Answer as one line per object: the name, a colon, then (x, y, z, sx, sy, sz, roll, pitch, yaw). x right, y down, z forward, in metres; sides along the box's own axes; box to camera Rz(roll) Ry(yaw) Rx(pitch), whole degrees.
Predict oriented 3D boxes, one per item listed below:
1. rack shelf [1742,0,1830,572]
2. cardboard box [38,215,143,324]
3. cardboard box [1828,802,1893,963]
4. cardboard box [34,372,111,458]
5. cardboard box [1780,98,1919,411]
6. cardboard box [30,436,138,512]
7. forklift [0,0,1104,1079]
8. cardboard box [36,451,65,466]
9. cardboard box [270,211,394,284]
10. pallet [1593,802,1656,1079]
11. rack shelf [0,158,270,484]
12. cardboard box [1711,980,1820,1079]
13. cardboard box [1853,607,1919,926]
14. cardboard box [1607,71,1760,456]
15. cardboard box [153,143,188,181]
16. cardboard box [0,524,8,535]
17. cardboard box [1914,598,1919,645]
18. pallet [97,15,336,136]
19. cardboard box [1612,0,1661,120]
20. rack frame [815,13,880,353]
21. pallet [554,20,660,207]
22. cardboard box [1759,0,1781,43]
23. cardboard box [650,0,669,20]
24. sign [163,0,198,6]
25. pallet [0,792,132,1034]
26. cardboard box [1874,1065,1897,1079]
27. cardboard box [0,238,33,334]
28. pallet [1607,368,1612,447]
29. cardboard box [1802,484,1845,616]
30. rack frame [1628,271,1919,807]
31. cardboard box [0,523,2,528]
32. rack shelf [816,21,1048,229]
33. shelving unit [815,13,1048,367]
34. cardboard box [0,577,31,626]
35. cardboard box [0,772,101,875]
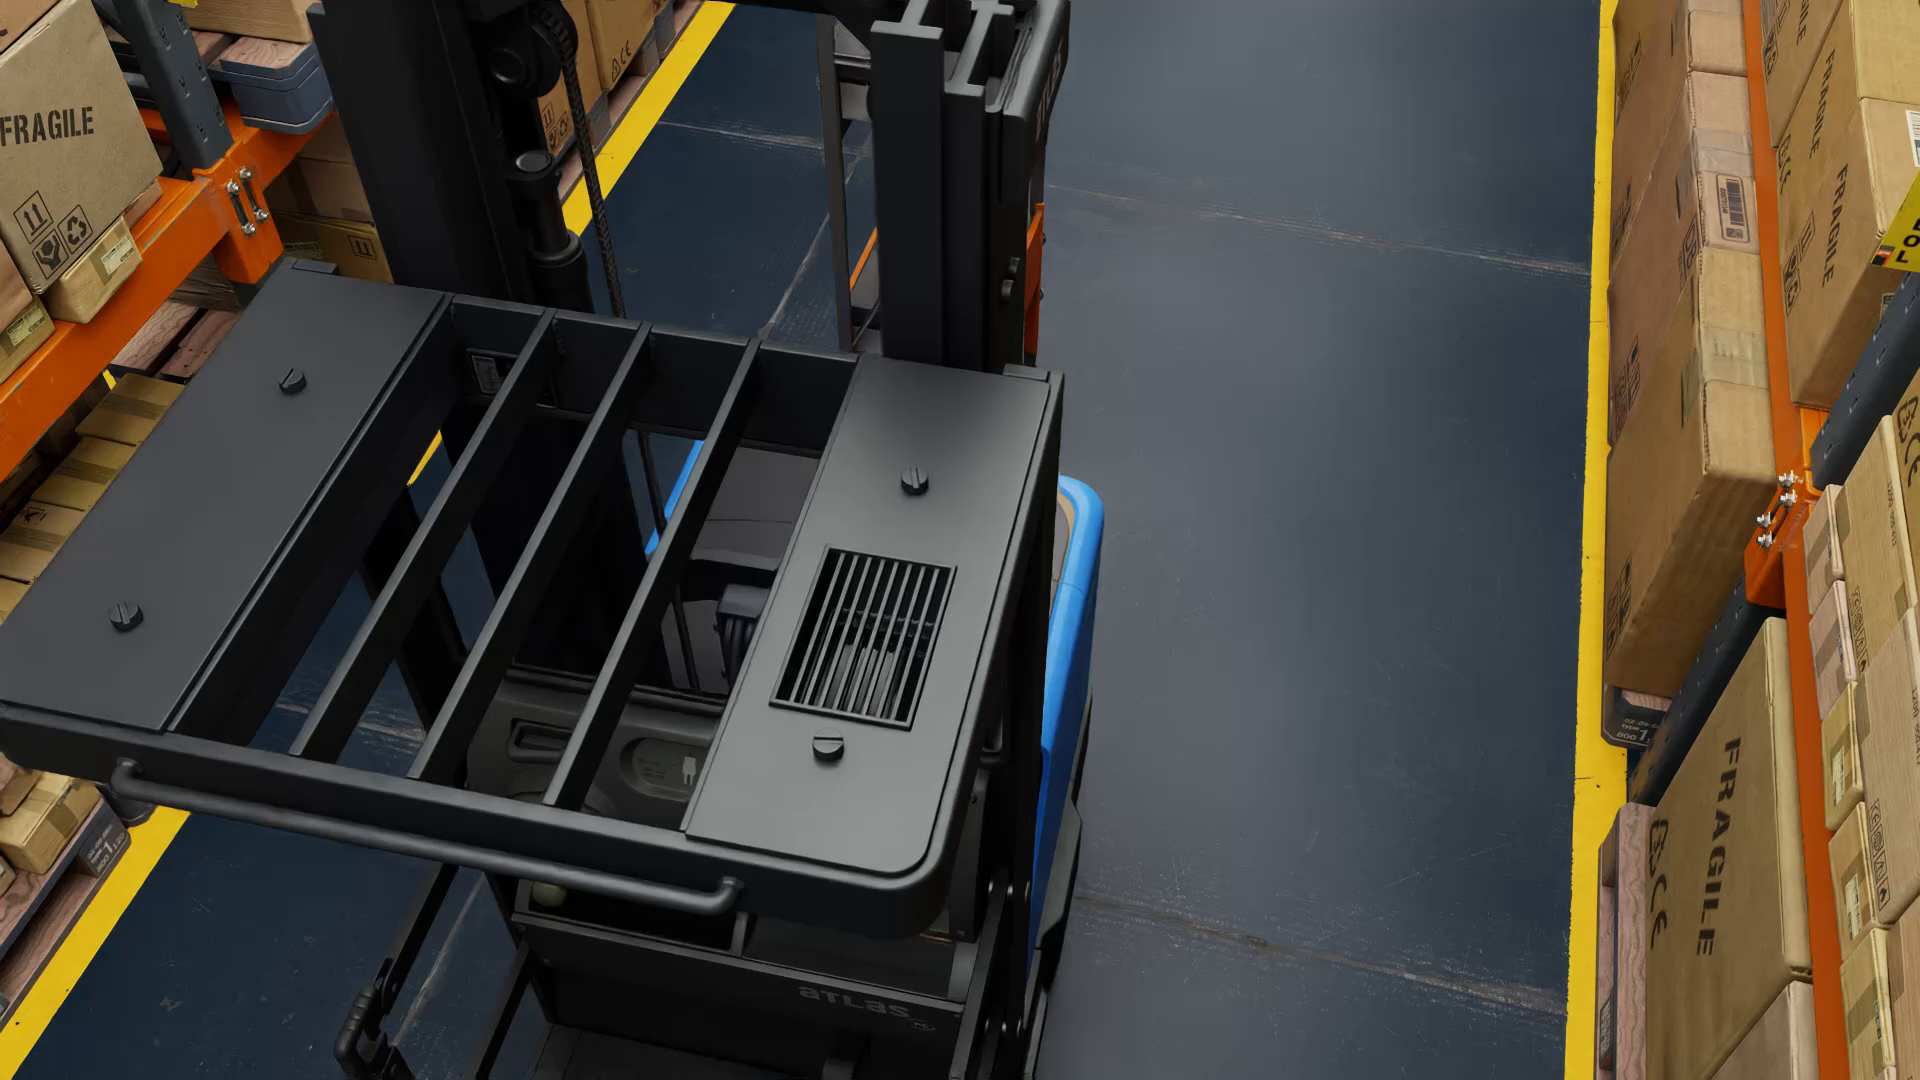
rack shelf: (2.863, -1.384, 4.950, 1.077, 0.370, 4.000, 12, 50, 10)
cardboard box: (-2.234, -0.683, 4.020, 0.380, 0.149, 0.250, 10, 49, 9)
cardboard box: (1.732, 0.628, 2.863, 0.380, 0.149, 0.250, 10, 49, 9)
cardboard box: (-2.713, -0.411, 4.837, 0.380, 0.149, 0.250, 13, 50, 12)
cardboard box: (2.196, -0.600, 3.712, 0.500, 0.500, 0.500, 12, 50, 10)
cardboard box: (-2.294, -0.118, 4.578, 0.380, 0.149, 0.250, 12, 50, 11)
forklift: (-0.460, 0.624, 2.787, 1.129, 2.867, 3.031, 9, 49, 8)
cardboard box: (-2.826, -0.322, 4.956, 0.380, 0.149, 0.250, 14, 50, 12)
cardboard box: (-1.972, -1.021, 5.537, 0.500, 0.500, 0.500, 13, 50, 11)
pallet: (2.061, 1.282, 3.978, 1.003, 0.211, 1.213, 12, 50, 10)
rack shelf: (-2.949, 0.458, 3.325, 1.077, 0.370, 4.000, 12, 50, 10)
cardboard box: (1.848, 1.502, 3.061, 0.875, 0.875, 0.875, 12, 50, 10)
cardboard box: (1.824, 0.423, 2.778, 0.500, 0.250, 0.500, 11, 50, 10)
cardboard box: (2.720, -0.724, 5.026, 1.225, 0.875, 0.875, 10, 49, 9)
cardboard box: (-2.470, -1.376, 5.350, 0.500, 0.250, 0.500, 10, 49, 9)
cardboard box: (-2.836, 0.062, 4.617, 0.380, 0.149, 0.250, 11, 50, 10)
cardboard box: (1.826, 0.179, 2.493, 0.500, 0.500, 0.500, 12, 50, 10)
pallet: (-2.081, -1.688, 4.867, 1.003, 0.211, 1.213, 12, 50, 10)
cardboard box: (3.187, -2.009, 6.160, 1.225, 0.875, 0.875, 9, 49, 8)
rack frame: (-0.108, -0.399, 4.201, 0.400, 2.100, 0.015, 12, 50, 10)
pallet: (-1.900, -1.753, 6.656, 1.003, 0.211, 1.213, 12, 50, 10)
cardboard box: (2.600, -1.698, 4.681, 0.500, 0.500, 0.500, 12, 50, 10)
cardboard box: (-1.431, -2.530, 6.869, 0.500, 0.500, 0.500, 13, 50, 12)
sign: (-1.897, -1.412, 3.918, 0.100, 0.325, 0.005, 12, 50, 10)
pallet: (-2.884, 1.074, 4.161, 1.003, 0.211, 1.213, 12, 50, 10)
cardboard box: (1.597, 0.994, 2.540, 0.380, 0.149, 0.250, 12, 50, 10)
cardboard box: (-2.415, -0.577, 3.494, 0.500, 0.500, 0.500, 10, 49, 9)
pallet: (2.786, -0.711, 5.736, 1.003, 0.211, 1.213, 12, 50, 10)
cardboard box: (1.937, 0.056, 3.367, 0.380, 0.149, 0.250, 12, 50, 10)
rack frame: (2.336, -0.175, 3.404, 1.000, 3.000, 0.127, 12, 50, 10)
cardboard box: (-2.862, -0.031, 4.501, 0.380, 0.149, 0.250, 11, 49, 10)
rack shelf: (-0.044, -1.029, 3.842, 0.431, 0.518, 0.480, 12, 50, 10)
shelving unit: (-0.044, -0.575, 4.357, 0.431, 2.100, 0.503, 12, 50, 10)
cardboard box: (-2.496, 0.236, 4.266, 0.380, 0.149, 0.250, 13, 50, 11)
cardboard box: (-2.469, 0.677, 4.273, 0.380, 0.149, 0.250, 11, 50, 10)
